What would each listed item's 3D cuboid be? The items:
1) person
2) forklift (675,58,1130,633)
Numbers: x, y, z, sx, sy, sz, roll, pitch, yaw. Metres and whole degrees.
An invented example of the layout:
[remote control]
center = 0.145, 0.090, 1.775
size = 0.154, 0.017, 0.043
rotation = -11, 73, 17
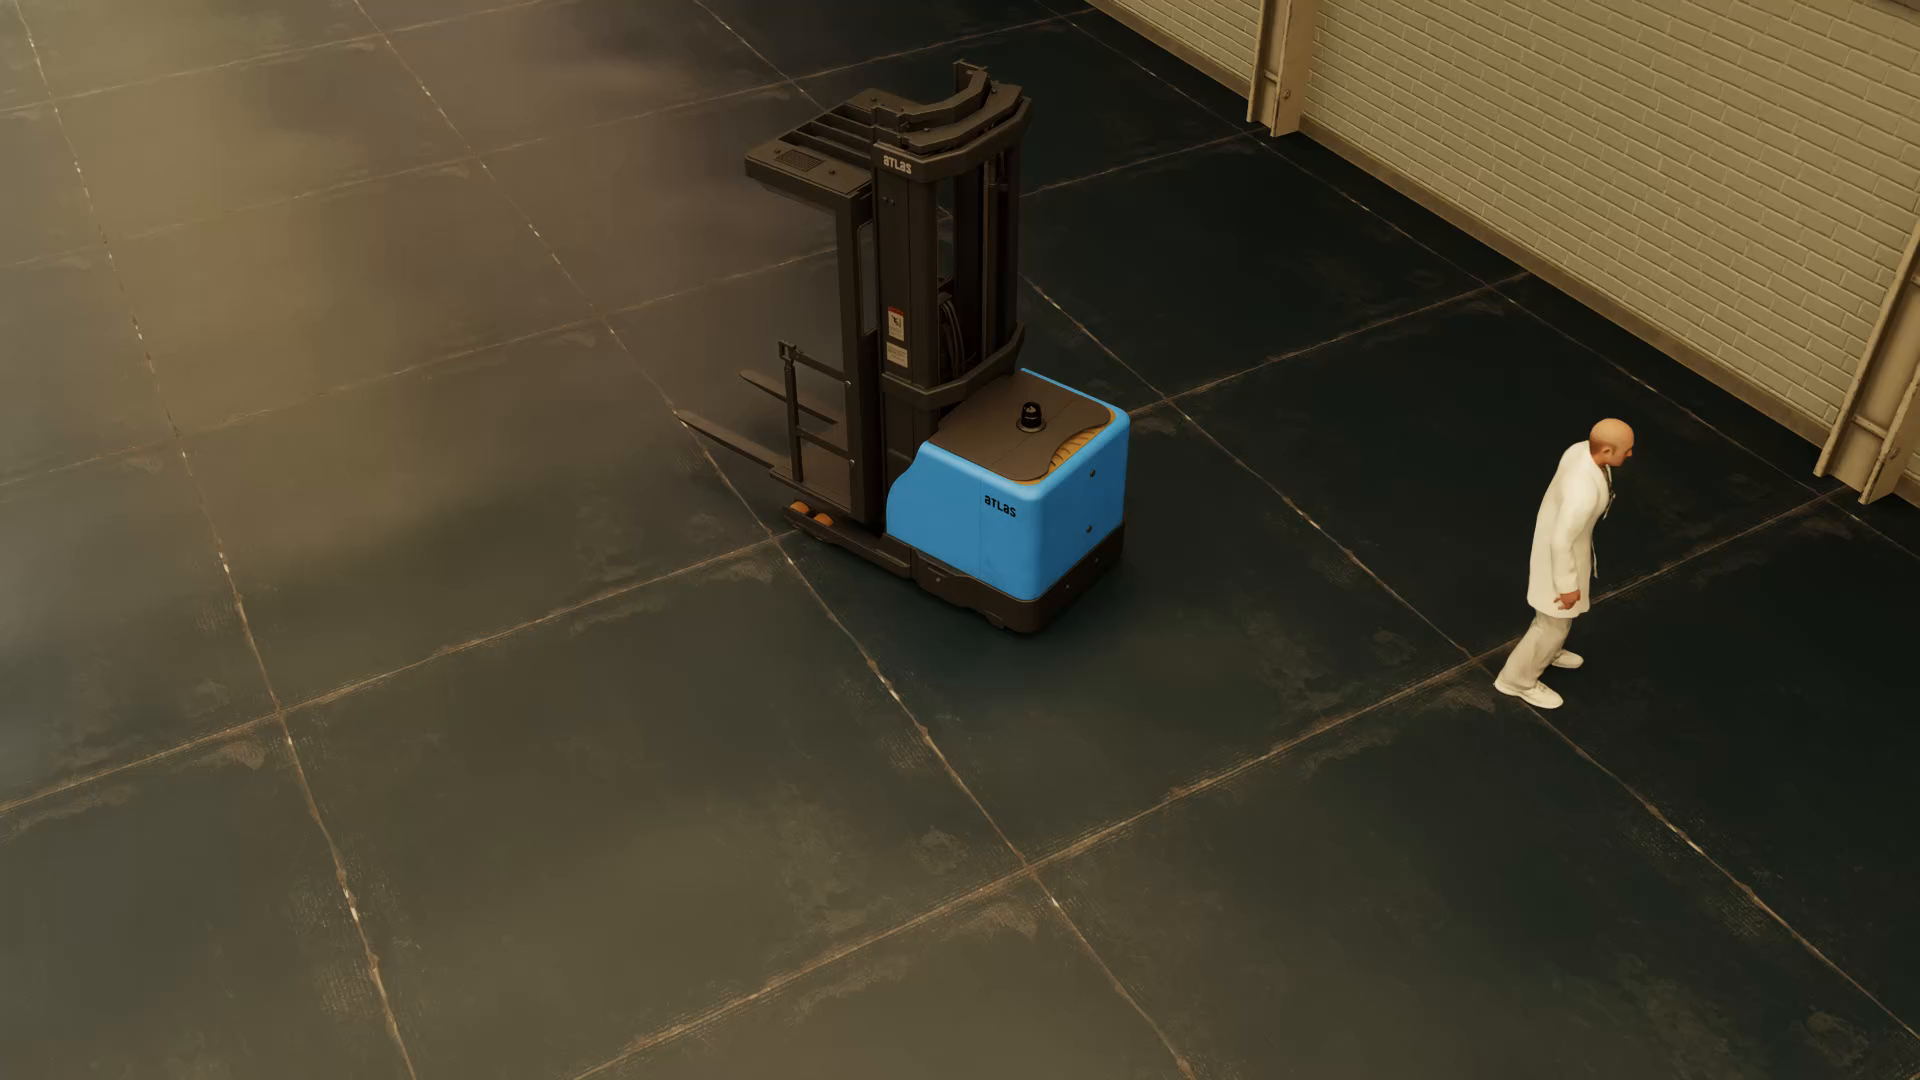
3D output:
[person]
center = 3.252, 0.106, 8.826
size = 0.465, 1.781, 0.653
rotation = 14, 42, 17
[forklift]
center = -0.481, -1.366, 9.683
size = 3.031, 2.935, 1.130
rotation = 26, 46, 28
